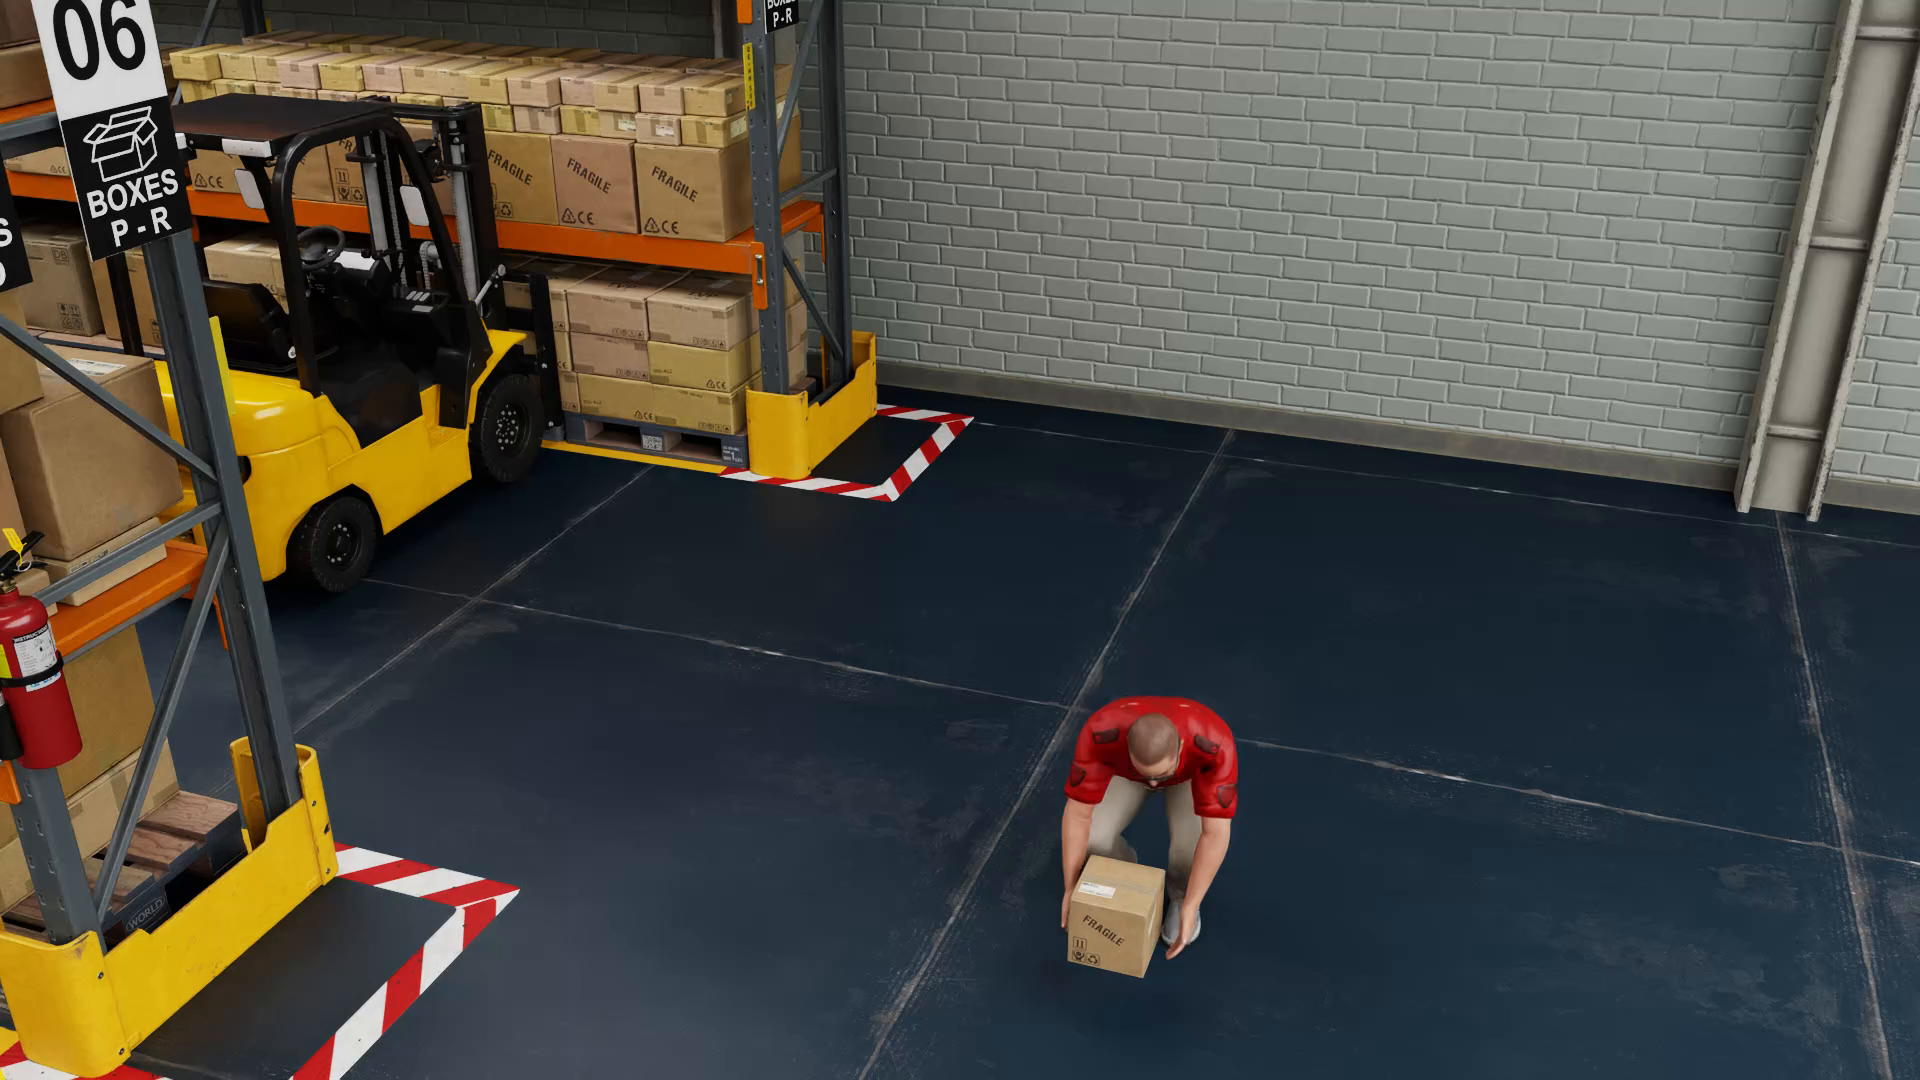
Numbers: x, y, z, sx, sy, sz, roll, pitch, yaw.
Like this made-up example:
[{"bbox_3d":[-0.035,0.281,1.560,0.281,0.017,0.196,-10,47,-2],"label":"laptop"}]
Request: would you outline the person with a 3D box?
[{"bbox_3d":[0.660,0.894,5.579,0.569,1.028,0.872,9,27,17],"label":"person"}]
